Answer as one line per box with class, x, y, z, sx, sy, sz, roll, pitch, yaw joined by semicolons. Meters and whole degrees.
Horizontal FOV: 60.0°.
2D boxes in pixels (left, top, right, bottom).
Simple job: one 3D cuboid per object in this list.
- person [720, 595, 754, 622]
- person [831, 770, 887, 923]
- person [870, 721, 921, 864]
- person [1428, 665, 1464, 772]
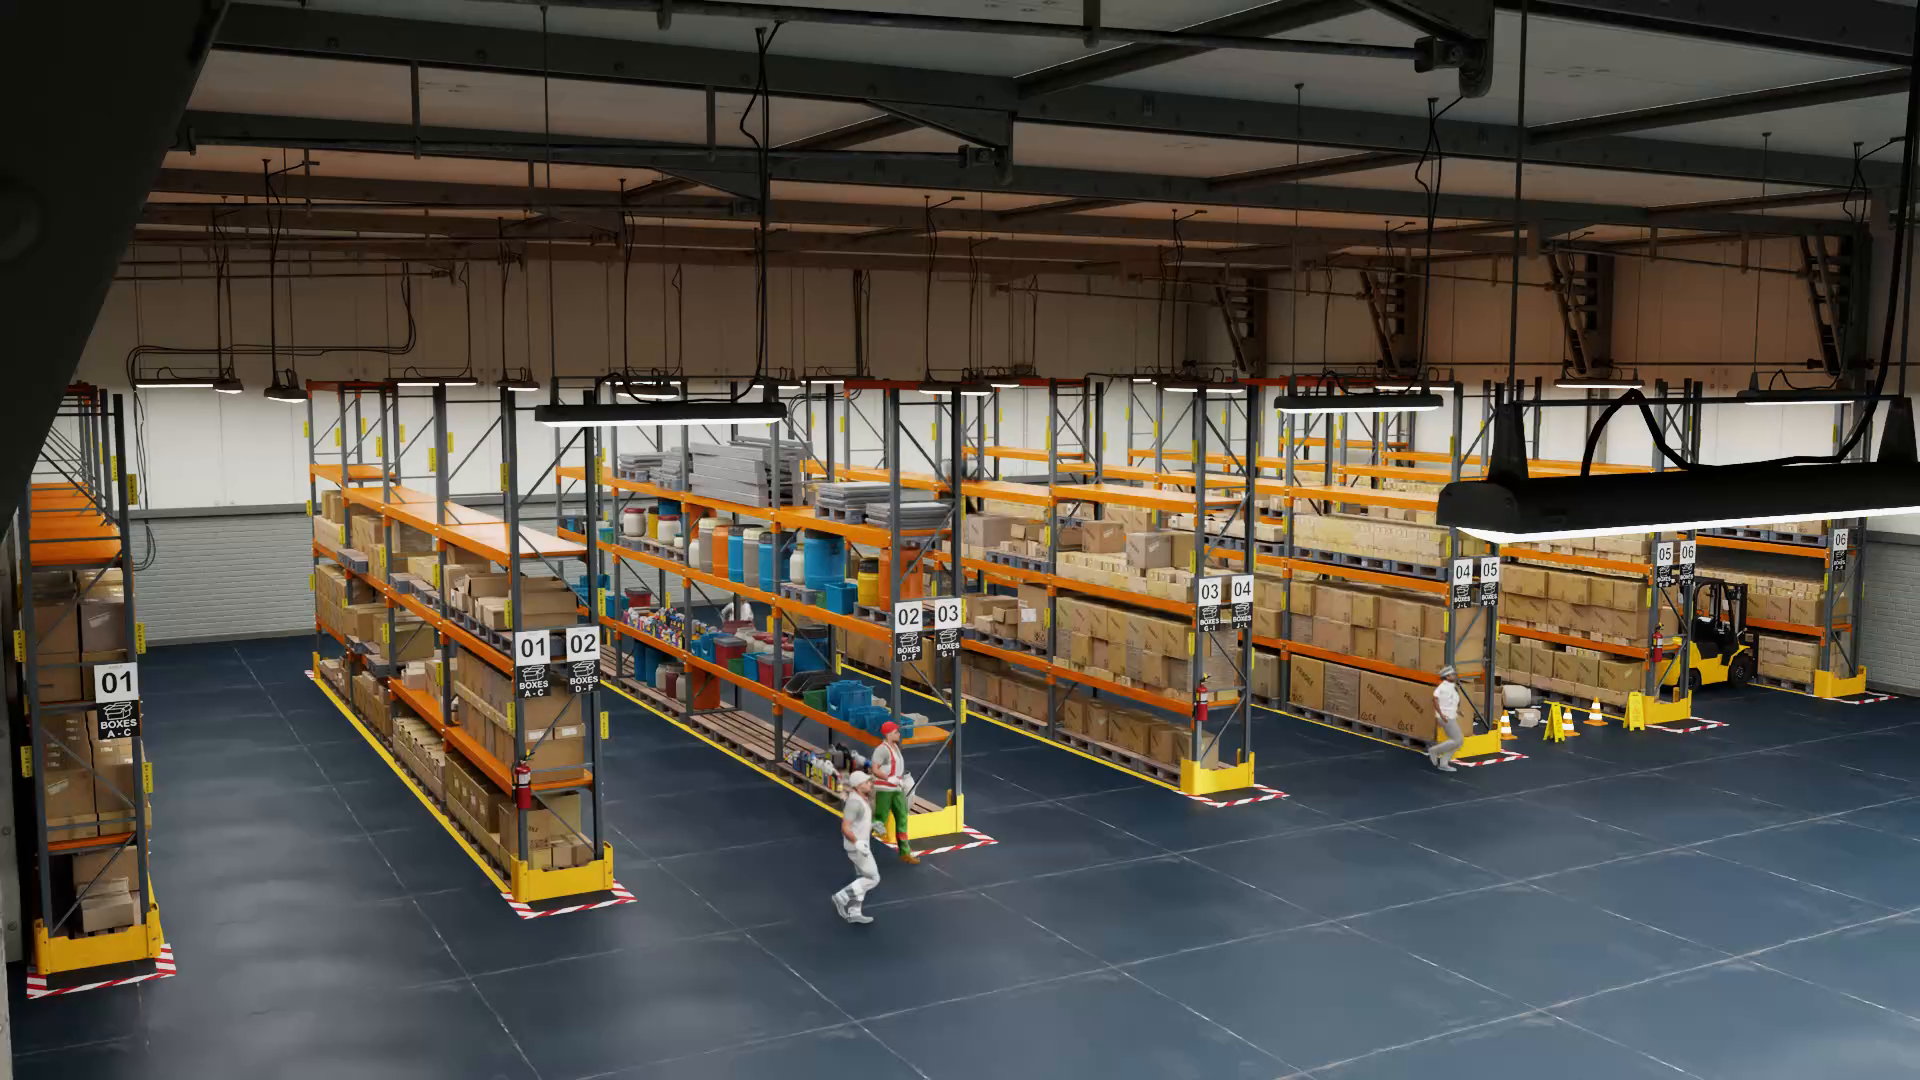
person;-4.466;1.858;33.836;0.628;1.780;0.702;-6;8;-43
person;-1.142;3.466;18.830;0.628;1.751;0.643;0;6;-3
person;-0.867;3.189;21.180;0.947;1.754;0.715;3;7;24
person;7.609;2.769;25.925;0.514;1.634;0.626;3;7;25
